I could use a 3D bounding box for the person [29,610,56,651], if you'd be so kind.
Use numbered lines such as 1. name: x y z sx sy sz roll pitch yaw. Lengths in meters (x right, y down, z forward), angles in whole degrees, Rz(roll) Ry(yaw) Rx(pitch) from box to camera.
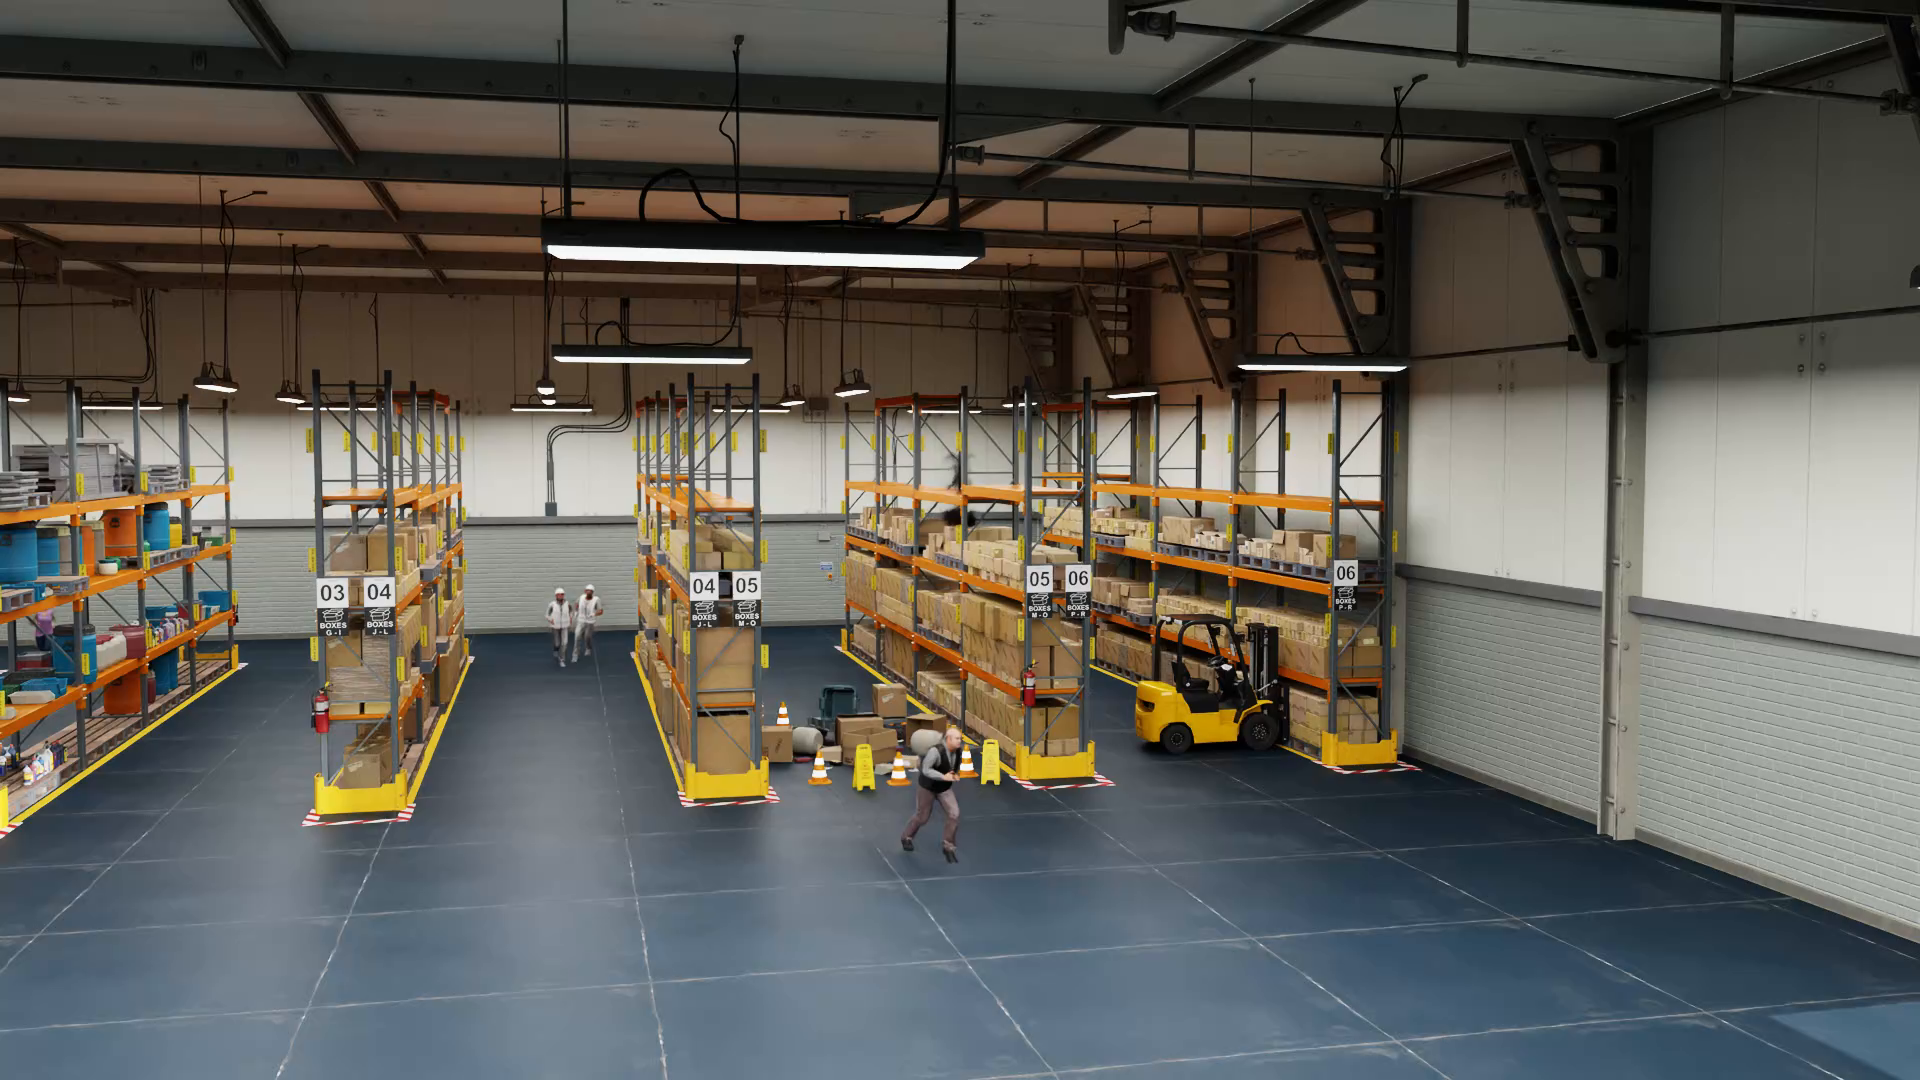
1. person: -20.036 2.106 36.338 0.526 1.609 0.820 -2 4 -30

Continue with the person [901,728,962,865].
1. person: -0.327 3.056 20.069 0.990 1.680 0.701 3 5 43

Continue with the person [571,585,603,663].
1. person: -8.595 1.902 38.400 0.726 1.756 0.968 0 3 3

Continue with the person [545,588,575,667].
1. person: -9.054 1.977 37.667 0.671 1.772 0.798 -1 4 -21
